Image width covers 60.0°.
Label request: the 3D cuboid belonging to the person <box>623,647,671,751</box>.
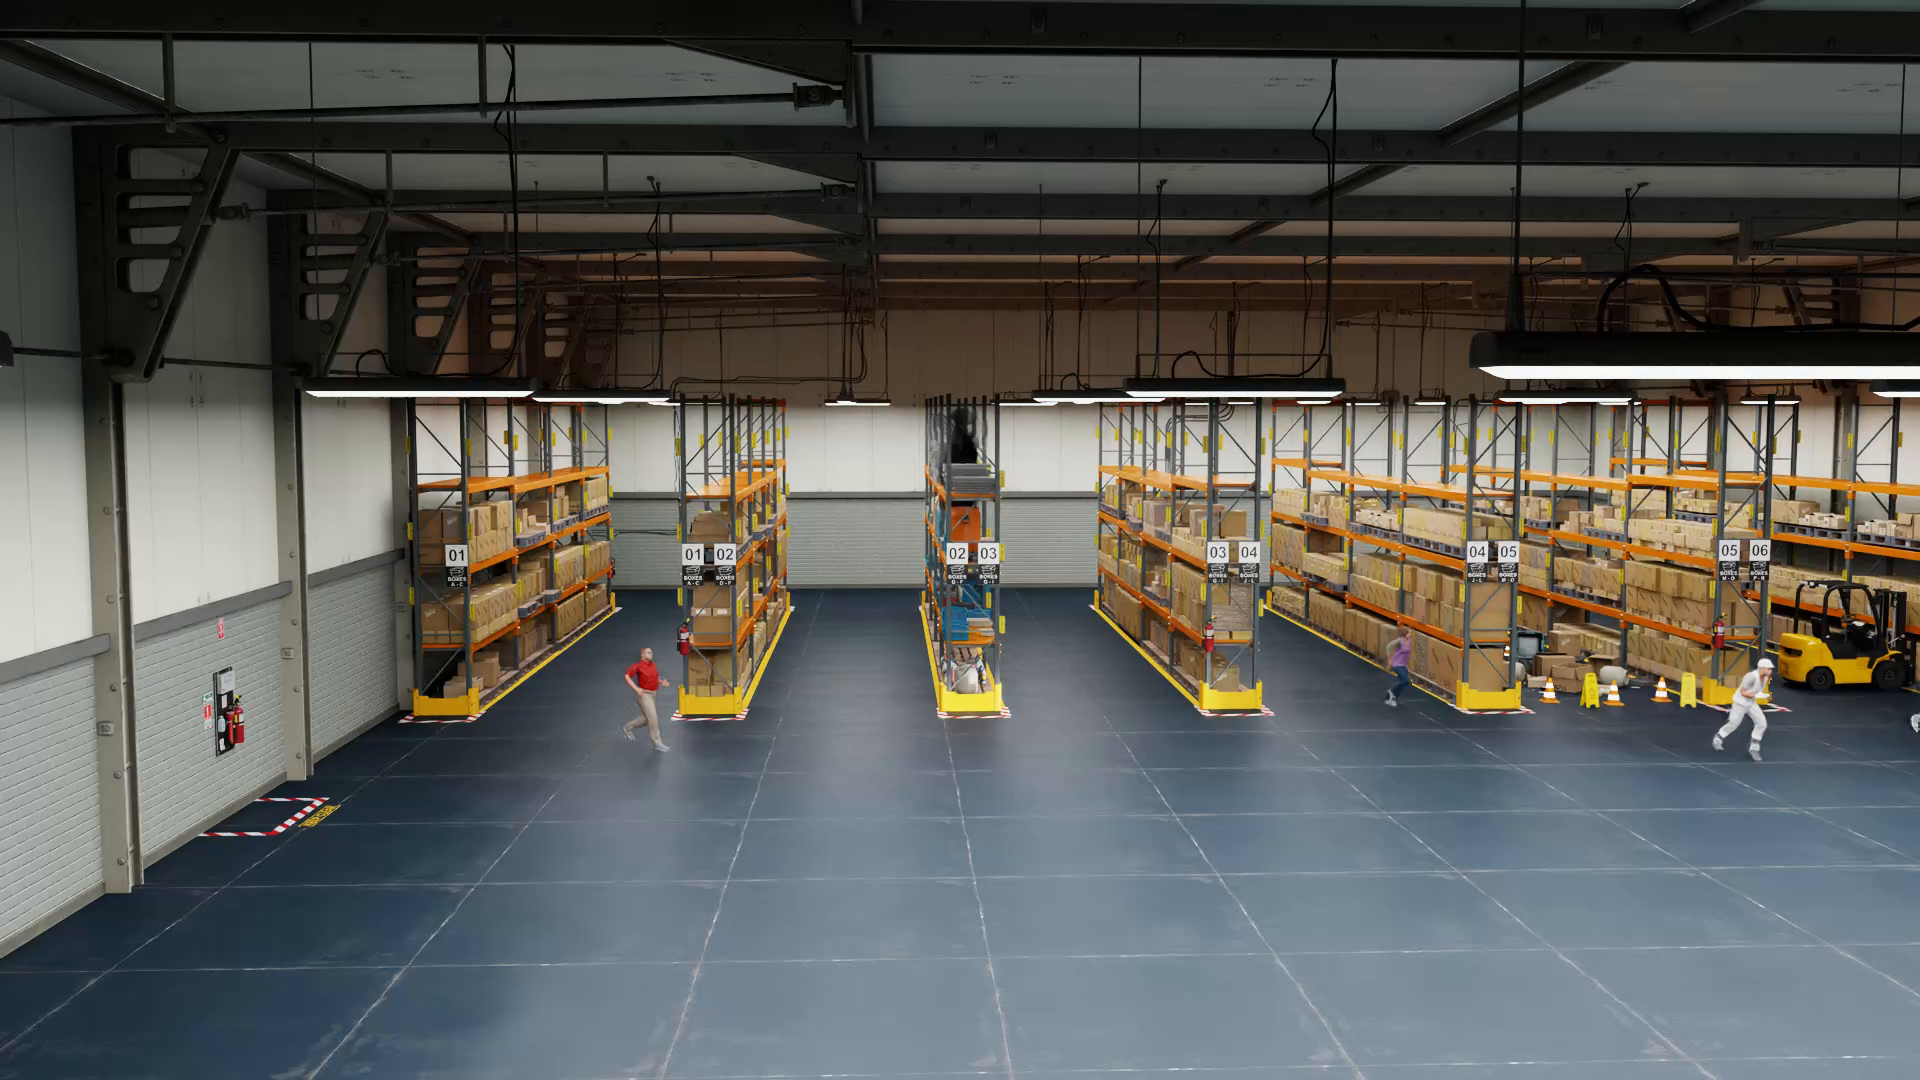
[{"bbox_3d":[-5.295,2.661,27.968,0.956,1.738,0.664,2,5,19],"label":"person"}]

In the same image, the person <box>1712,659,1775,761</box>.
[{"bbox_3d":[12.868,2.757,27.273,0.707,1.722,1.004,-3,5,-33],"label":"person"}]

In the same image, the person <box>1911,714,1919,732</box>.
[{"bbox_3d":[16.672,2.741,28.370,0.539,1.545,0.811,-3,6,-37],"label":"person"}]

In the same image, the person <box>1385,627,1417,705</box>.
[{"bbox_3d":[8.460,2.423,31.891,0.503,1.540,0.659,-4,6,-42],"label":"person"}]

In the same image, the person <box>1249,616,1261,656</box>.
[{"bbox_3d":[6.778,1.845,38.892,0.627,1.692,0.761,-1,5,-10],"label":"person"}]
